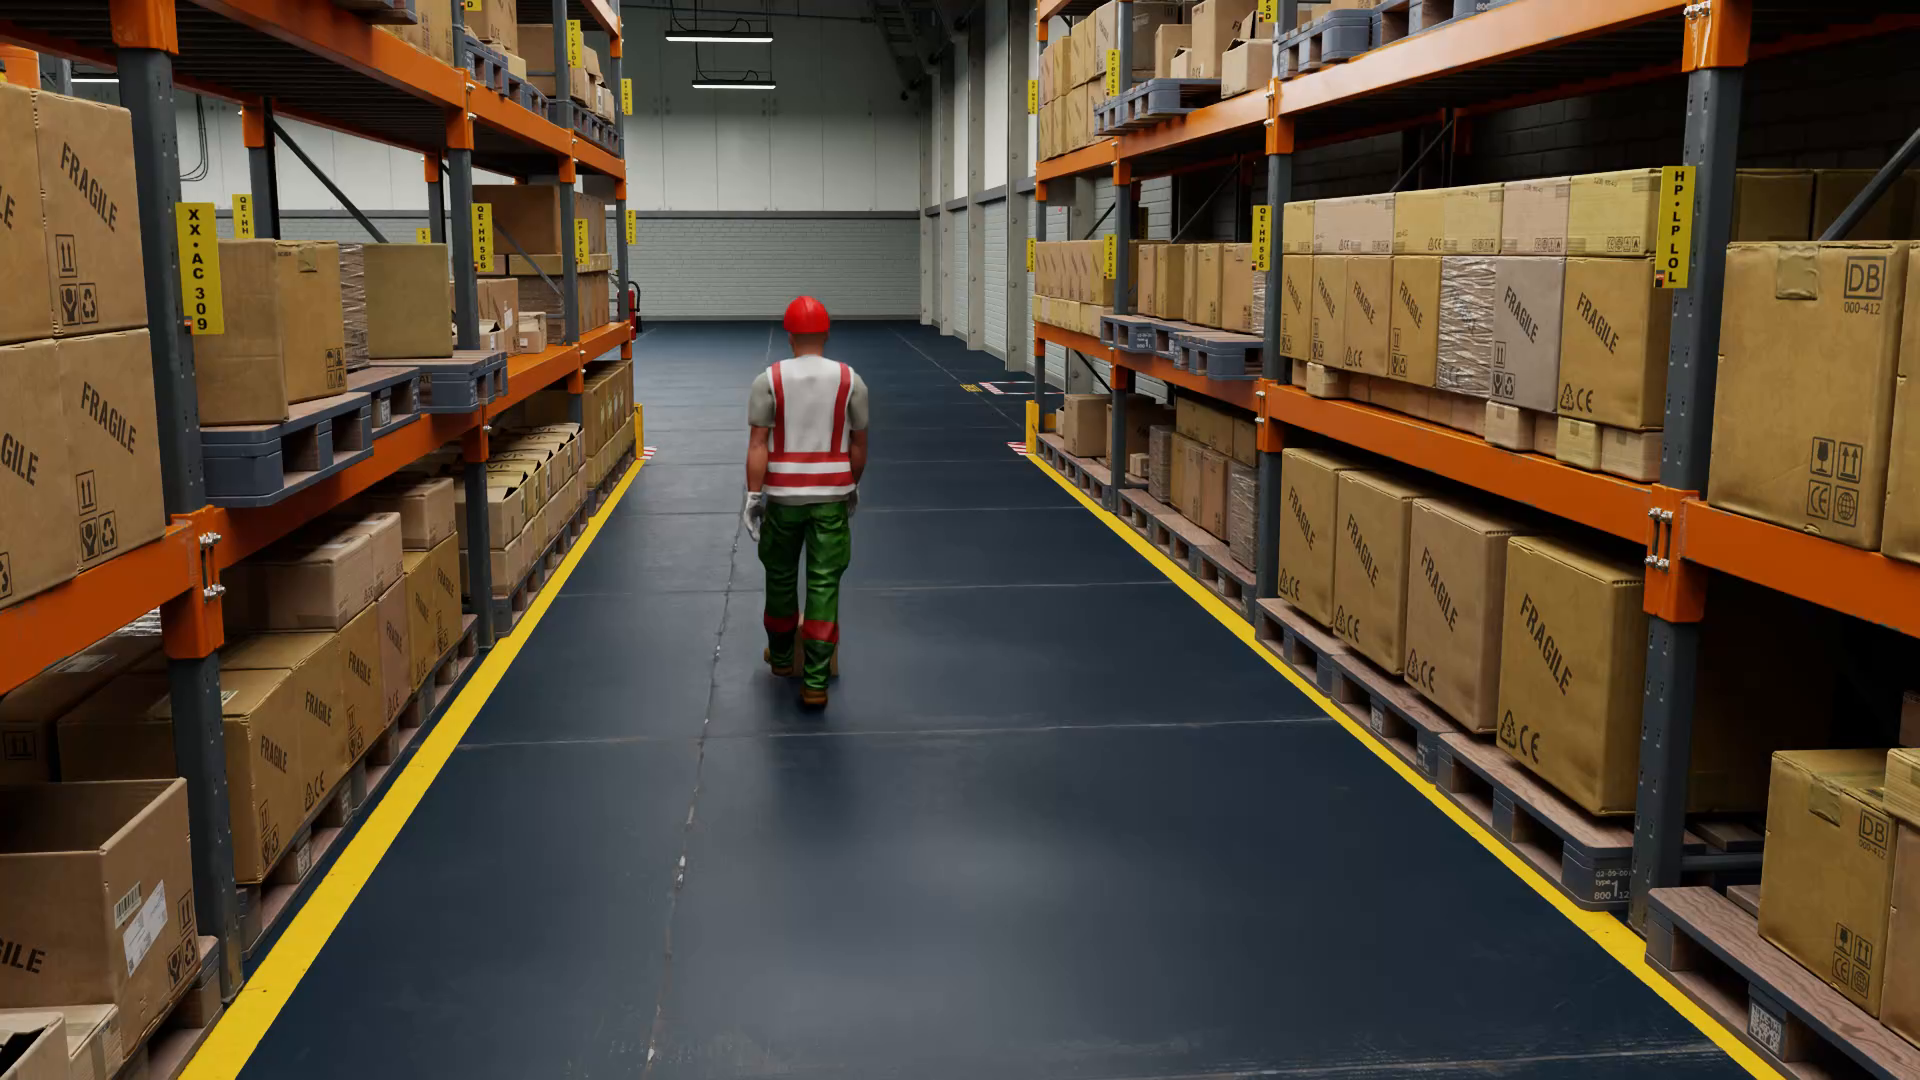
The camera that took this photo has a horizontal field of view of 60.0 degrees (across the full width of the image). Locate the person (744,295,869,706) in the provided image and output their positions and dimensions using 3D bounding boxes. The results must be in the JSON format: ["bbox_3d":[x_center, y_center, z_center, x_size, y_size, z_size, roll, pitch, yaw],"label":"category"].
[{"bbox_3d":[-0.684,-0.212,7.471,0.553,1.764,0.817,-1,10,-4],"label":"person"}]
